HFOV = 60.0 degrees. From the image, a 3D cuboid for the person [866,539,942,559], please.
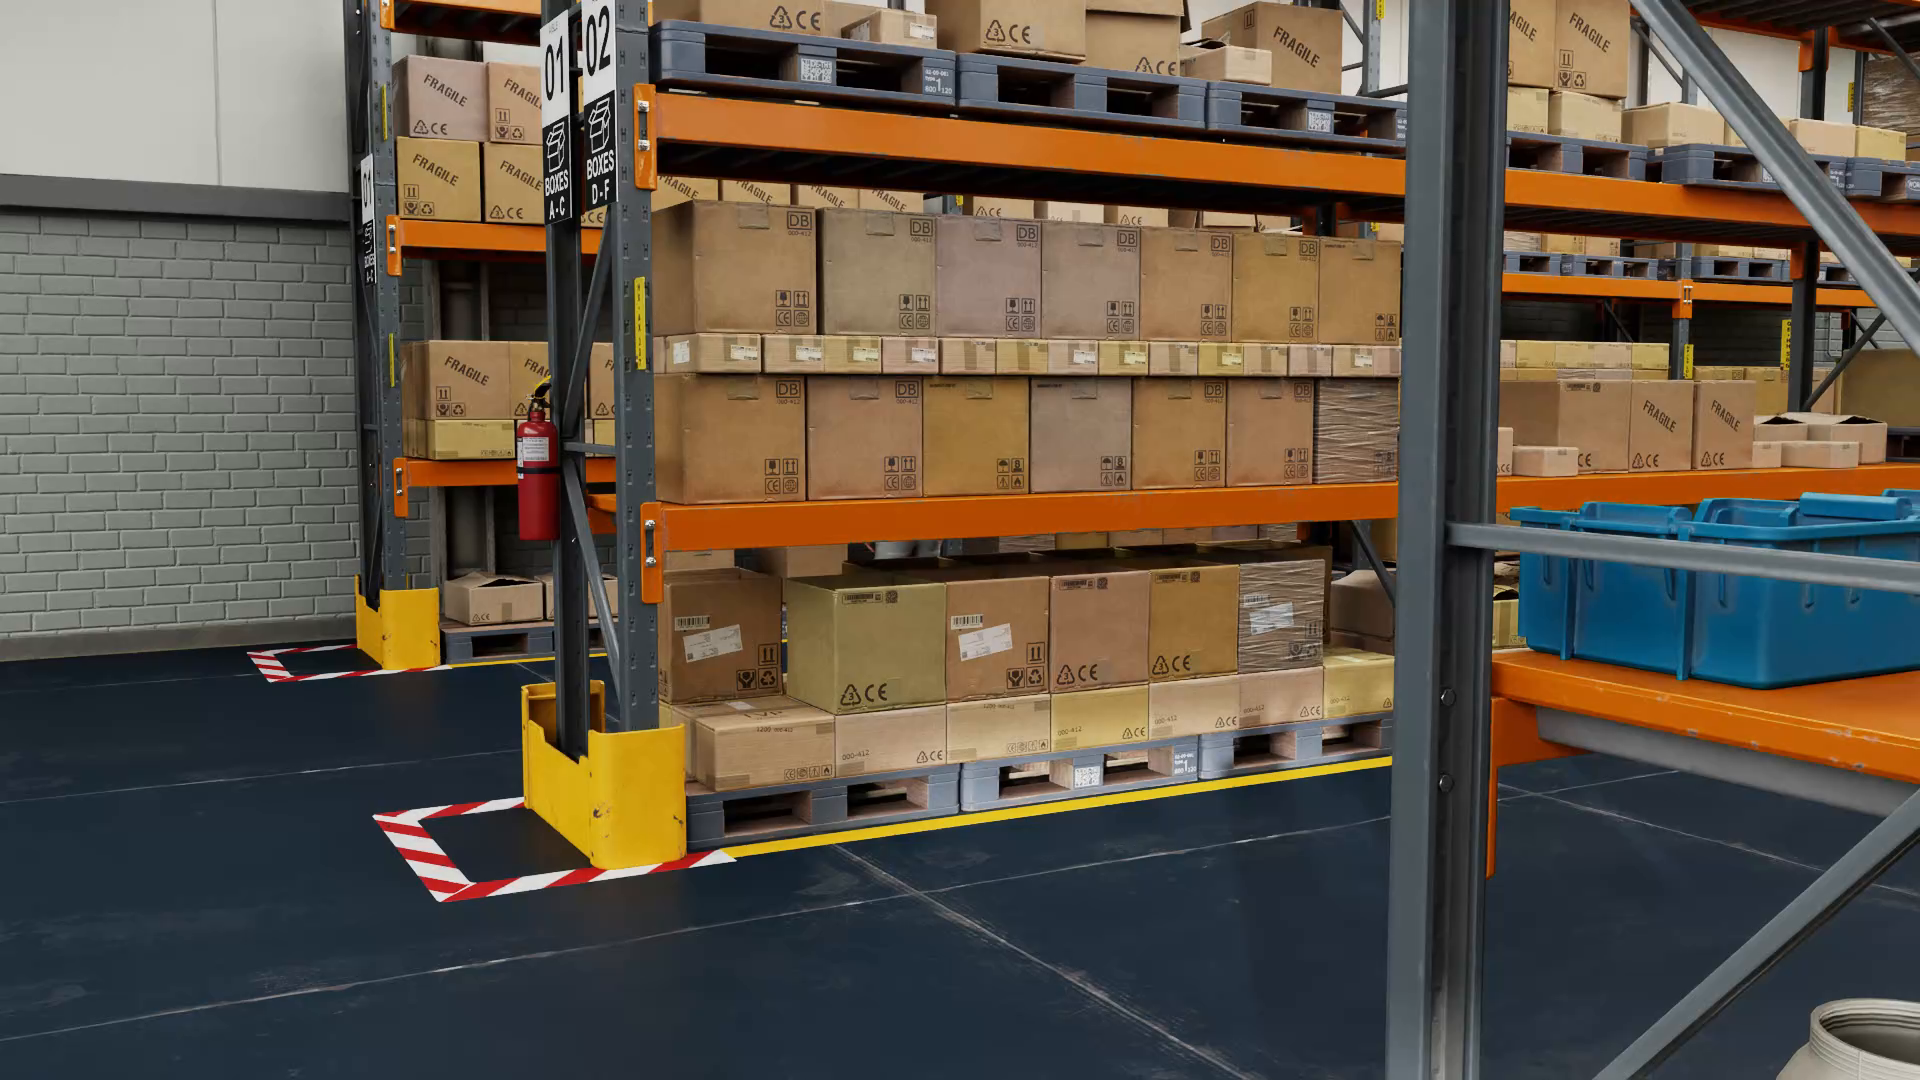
[{"bbox_3d":[-0.332,-0.080,10.643,0.585,1.744,0.432,-3,6,-31],"label":"person"}]
